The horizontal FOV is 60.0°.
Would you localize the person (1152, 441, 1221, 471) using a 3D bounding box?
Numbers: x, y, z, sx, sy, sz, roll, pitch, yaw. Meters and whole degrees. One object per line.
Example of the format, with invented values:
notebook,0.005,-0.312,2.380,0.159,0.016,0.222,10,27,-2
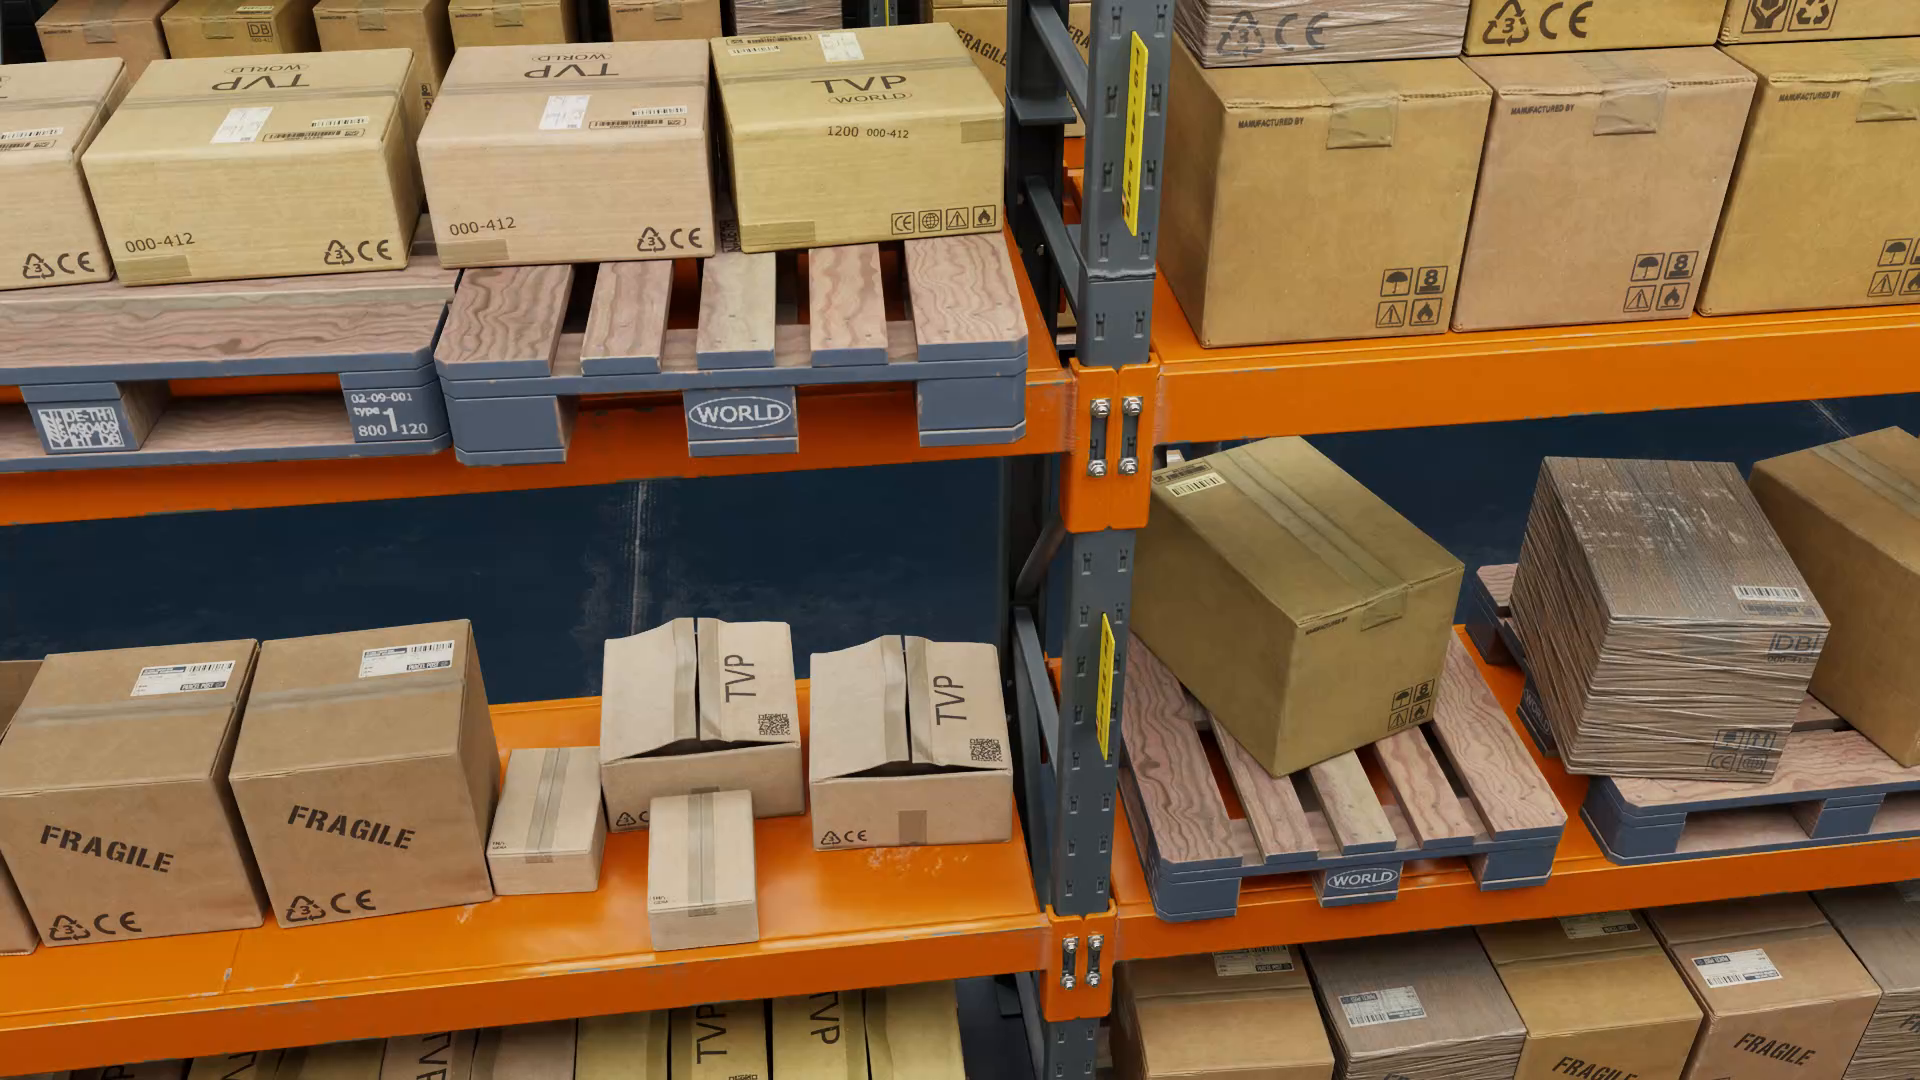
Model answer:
person,0.954,-0.692,7.132,0.530,1.661,0.419,-6,35,-8
